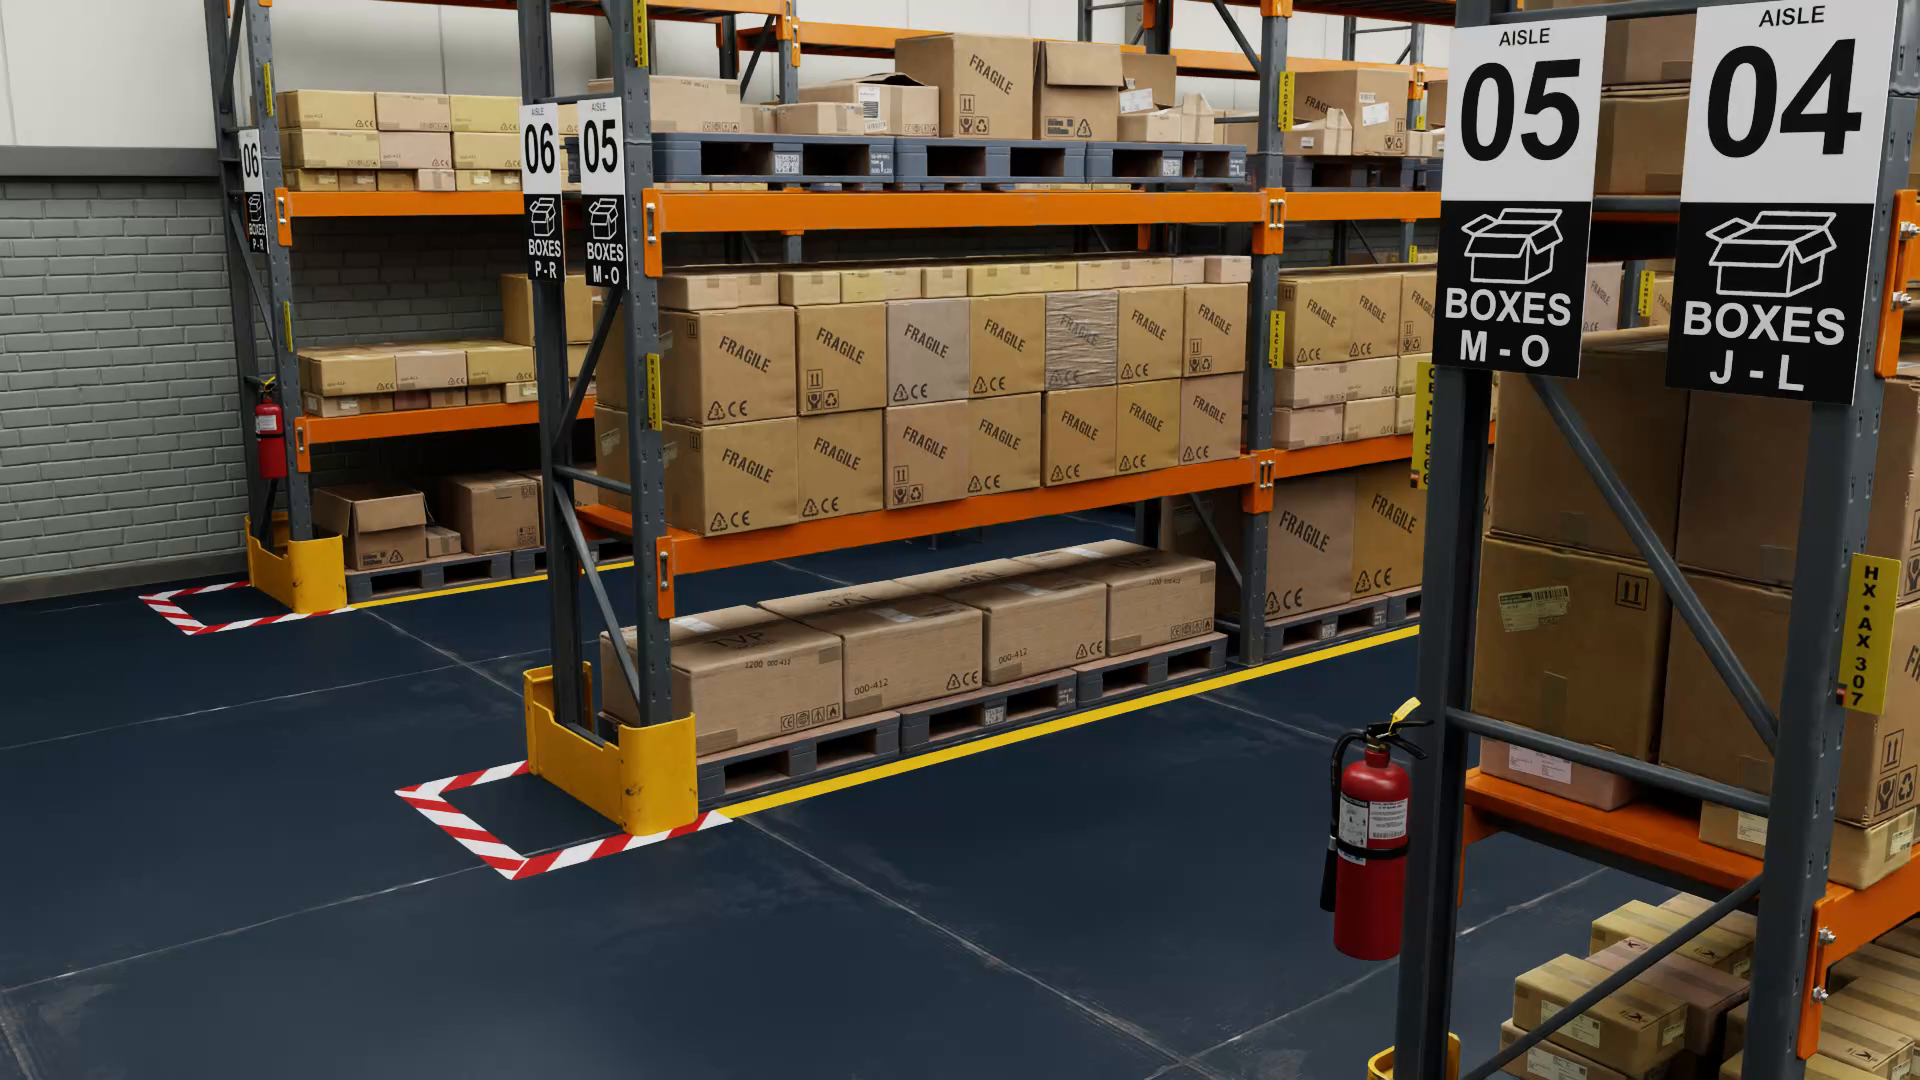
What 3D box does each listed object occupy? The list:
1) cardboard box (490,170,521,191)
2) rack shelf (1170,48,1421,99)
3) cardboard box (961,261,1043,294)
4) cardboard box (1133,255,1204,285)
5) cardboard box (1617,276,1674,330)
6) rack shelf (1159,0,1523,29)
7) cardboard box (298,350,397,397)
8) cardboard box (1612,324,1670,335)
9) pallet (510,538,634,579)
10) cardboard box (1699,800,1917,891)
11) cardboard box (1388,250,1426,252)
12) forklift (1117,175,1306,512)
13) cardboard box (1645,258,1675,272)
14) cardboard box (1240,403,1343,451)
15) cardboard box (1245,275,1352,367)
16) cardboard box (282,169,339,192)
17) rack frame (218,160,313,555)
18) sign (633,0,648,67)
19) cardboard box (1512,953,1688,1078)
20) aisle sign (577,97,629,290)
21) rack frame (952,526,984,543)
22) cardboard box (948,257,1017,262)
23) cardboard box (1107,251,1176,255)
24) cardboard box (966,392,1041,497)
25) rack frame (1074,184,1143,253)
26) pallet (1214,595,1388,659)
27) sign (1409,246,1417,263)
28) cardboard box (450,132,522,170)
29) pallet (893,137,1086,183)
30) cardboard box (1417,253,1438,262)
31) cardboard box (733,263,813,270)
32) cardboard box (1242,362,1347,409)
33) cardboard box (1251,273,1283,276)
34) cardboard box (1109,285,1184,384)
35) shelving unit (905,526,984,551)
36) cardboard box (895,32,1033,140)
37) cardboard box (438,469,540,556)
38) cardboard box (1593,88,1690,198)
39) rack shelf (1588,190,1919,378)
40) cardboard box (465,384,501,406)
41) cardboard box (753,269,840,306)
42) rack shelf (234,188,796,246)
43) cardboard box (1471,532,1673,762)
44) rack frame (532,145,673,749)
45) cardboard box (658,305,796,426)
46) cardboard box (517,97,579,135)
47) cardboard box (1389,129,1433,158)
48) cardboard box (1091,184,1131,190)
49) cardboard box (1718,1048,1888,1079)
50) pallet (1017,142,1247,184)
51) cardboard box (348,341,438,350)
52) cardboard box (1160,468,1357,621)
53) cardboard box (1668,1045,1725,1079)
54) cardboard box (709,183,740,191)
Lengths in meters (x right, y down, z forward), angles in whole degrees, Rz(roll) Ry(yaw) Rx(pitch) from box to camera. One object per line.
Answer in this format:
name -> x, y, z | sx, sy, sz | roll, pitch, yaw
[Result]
cardboard box -> -3.347, -2.576, 11.920 | 0.250, 0.149, 0.380 | -10, 15, -38
rack shelf -> 3.054, -4.750, 17.031 | 4.000, 0.370, 1.077 | -9, 15, -38
cardboard box -> 0.211, -1.354, 8.574 | 0.250, 0.149, 0.380 | -9, 15, -38
cardboard box -> 1.158, -1.527, 9.391 | 0.250, 0.149, 0.380 | -9, 15, -36
cardboard box -> 5.092, -1.720, 12.539 | 0.500, 0.500, 0.500 | -10, 16, -39
rack shelf -> 3.035, -3.427, 10.797 | 4.000, 0.370, 1.077 | -9, 15, -38
cardboard box -> -4.232, -1.153, 11.483 | 0.500, 0.250, 0.500 | -9, 15, -37
cardboard box -> 2.118, -0.320, 4.552 | 0.500, 0.500, 0.500 | -10, 16, -40
pallet -> -3.121, 0.027, 12.992 | 1.213, 0.211, 1.003 | -9, 15, -38
cardboard box -> 1.979, 0.663, 3.892 | 0.250, 0.149, 0.380 | -10, 15, -38
cardboard box -> 5.253, -3.330, 19.571 | 0.250, 0.149, 0.380 | -10, 15, -39
forklift -> 2.492, -1.890, 15.471 | 1.130, 2.935, 3.031 | 9, 15, 36
cardboard box -> 5.698, -2.274, 13.589 | 0.250, 0.149, 0.380 | -10, 16, -40
cardboard box -> 1.982, -0.721, 10.165 | 0.500, 0.250, 0.500 | -10, 15, -39
cardboard box -> 1.996, -1.329, 10.017 | 0.500, 0.500, 0.500 | -9, 15, -37
cardboard box -> -4.360, -2.414, 11.158 | 0.250, 0.149, 0.380 | -9, 15, -36
rack frame -> -4.754, -1.066, 11.427 | 0.127, 3.000, 1.000 | -9, 15, -38
sign -> -1.308, -2.104, 6.799 | 0.005, 0.325, 0.100 | -9, 15, -38
cardboard box -> 1.776, 1.317, 4.626 | 0.250, 0.149, 0.380 | -9, 15, -37
aisle sign -> -1.525, -1.477, 7.102 | 0.004, 0.787, 0.394 | -9, 15, -38
rack frame -> 0.061, -1.037, 13.459 | 0.015, 2.100, 0.400 | -9, 15, -38
cardboard box -> 0.098, -1.463, 9.087 | 0.250, 0.149, 0.380 | -9, 15, -38
cardboard box -> 1.064, -1.637, 9.906 | 0.250, 0.149, 0.380 | -10, 15, -38
cardboard box -> 0.071, -0.527, 8.647 | 0.500, 0.500, 0.500 | -9, 15, -36
rack frame -> 1.493, -2.104, 16.315 | 0.127, 3.000, 1.000 | -9, 15, -38
pallet -> 2.028, 0.471, 10.901 | 1.213, 0.211, 1.003 | -9, 15, -38
sign -> 4.963, -3.064, 18.239 | 0.005, 0.325, 0.100 | -9, 15, -38
cardboard box -> -3.446, -2.752, 11.792 | 0.500, 0.250, 0.500 | -10, 16, -39
pallet -> -0.124, -1.942, 8.546 | 1.213, 0.211, 1.003 | -9, 15, -38
cardboard box -> 5.187, -3.179, 18.861 | 0.250, 0.149, 0.380 | -9, 15, -37
cardboard box -> -0.941, -1.306, 8.346 | 0.250, 0.149, 0.380 | -9, 15, -36
cardboard box -> 1.993, -0.963, 10.099 | 0.500, 0.250, 0.500 | -10, 16, -39
cardboard box -> 1.665, -1.417, 10.432 | 0.500, 0.500, 0.500 | -9, 15, -36
cardboard box -> 0.876, -1.148, 9.164 | 0.500, 0.500, 0.500 | -10, 15, -38
shelving unit -> -0.129, -1.006, 13.310 | 0.503, 2.100, 0.431 | -9, 15, -38
cardboard box -> 0.017, -2.269, 8.379 | 0.500, 0.500, 0.500 | -9, 15, -37
cardboard box -> -3.526, -0.217, 12.437 | 0.500, 0.500, 0.700 | -9, 15, -35
cardboard box -> 1.711, -0.967, 4.102 | 0.500, 0.250, 0.500 | -10, 15, -39
rack shelf -> 3.083, -0.846, 4.904 | 4.000, 0.370, 1.077 | -9, 15, -38
cardboard box -> -3.533, -1.080, 12.096 | 0.250, 0.149, 0.380 | -9, 15, -37
cardboard box -> -0.765, -1.178, 7.747 | 0.250, 0.149, 0.380 | -9, 15, -36
rack shelf -> -3.192, -2.441, 12.412 | 4.000, 0.370, 1.077 | -9, 15, -38
cardboard box -> 1.711, 0.234, 4.348 | 0.500, 0.500, 0.500 | -9, 15, -37
rack frame -> -1.650, -0.261, 7.637 | 0.127, 3.000, 1.000 | -9, 15, -38
cardboard box -> -1.098, -0.815, 7.599 | 0.500, 0.500, 0.500 | -10, 15, -39
cardboard box -> -3.066, -3.065, 12.060 | 0.500, 0.250, 0.500 | -9, 15, -36
cardboard box -> 2.680, -2.446, 10.257 | 0.250, 0.166, 0.380 | -11, 16, -41
cardboard box -> 1.244, -3.392, 15.520 | 0.500, 0.250, 0.500 | -10, 16, -40
cardboard box -> 2.142, 1.414, 4.170 | 0.250, 0.149, 0.380 | -10, 16, -40
pallet -> 0.828, -2.100, 9.287 | 1.213, 0.211, 1.003 | -9, 15, -38
cardboard box -> -4.157, -1.307, 12.209 | 0.500, 0.250, 0.500 | -9, 15, -37
cardboard box -> 1.907, -0.040, 10.699 | 0.875, 0.875, 0.875 | -9, 15, -36
cardboard box -> 1.992, 1.432, 4.799 | 0.250, 0.149, 0.380 | -10, 15, -39
cardboard box -> -1.920, -2.803, 12.993 | 0.250, 0.149, 0.380 | -9, 15, -38
